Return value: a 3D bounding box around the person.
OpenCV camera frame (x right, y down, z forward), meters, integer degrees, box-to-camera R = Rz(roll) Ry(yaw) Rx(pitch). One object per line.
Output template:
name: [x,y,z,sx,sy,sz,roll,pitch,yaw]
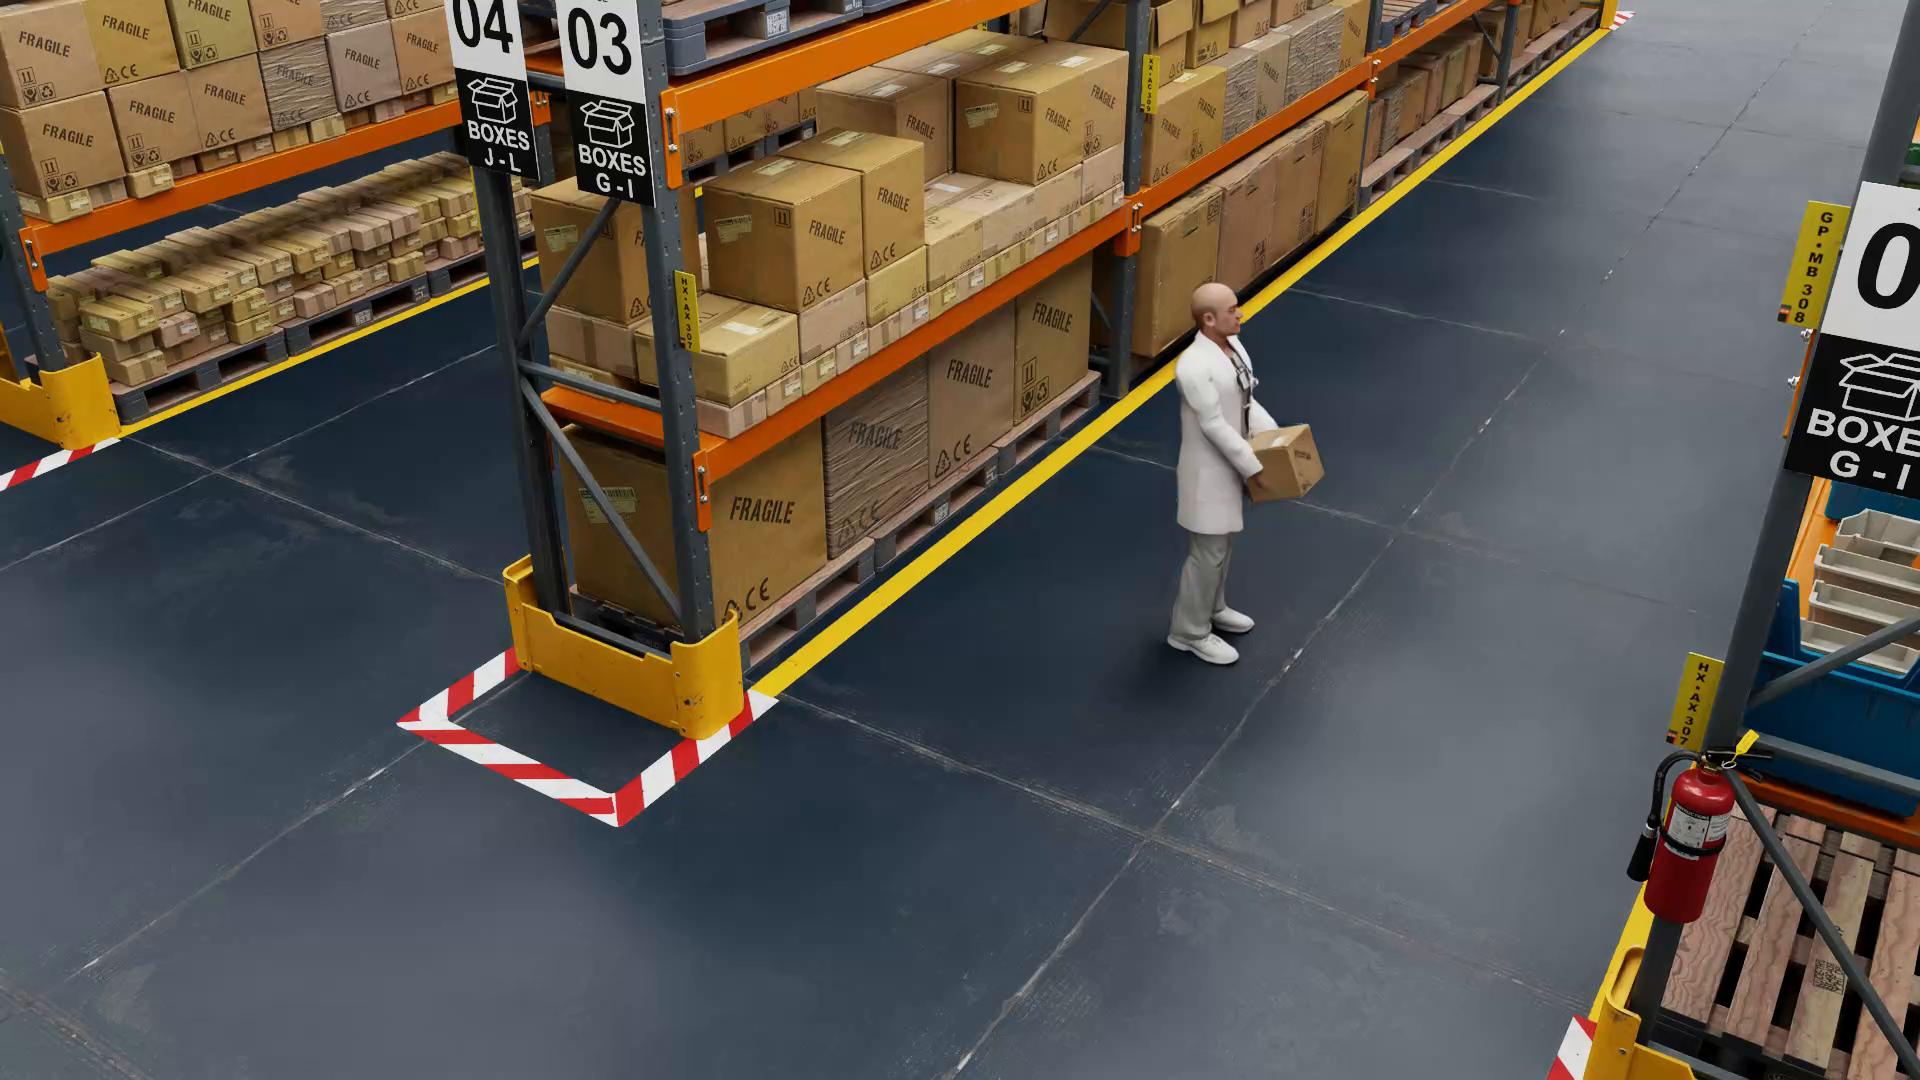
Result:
person: [1.260,-0.306,7.670,0.550,1.779,0.544,14,33,22]
